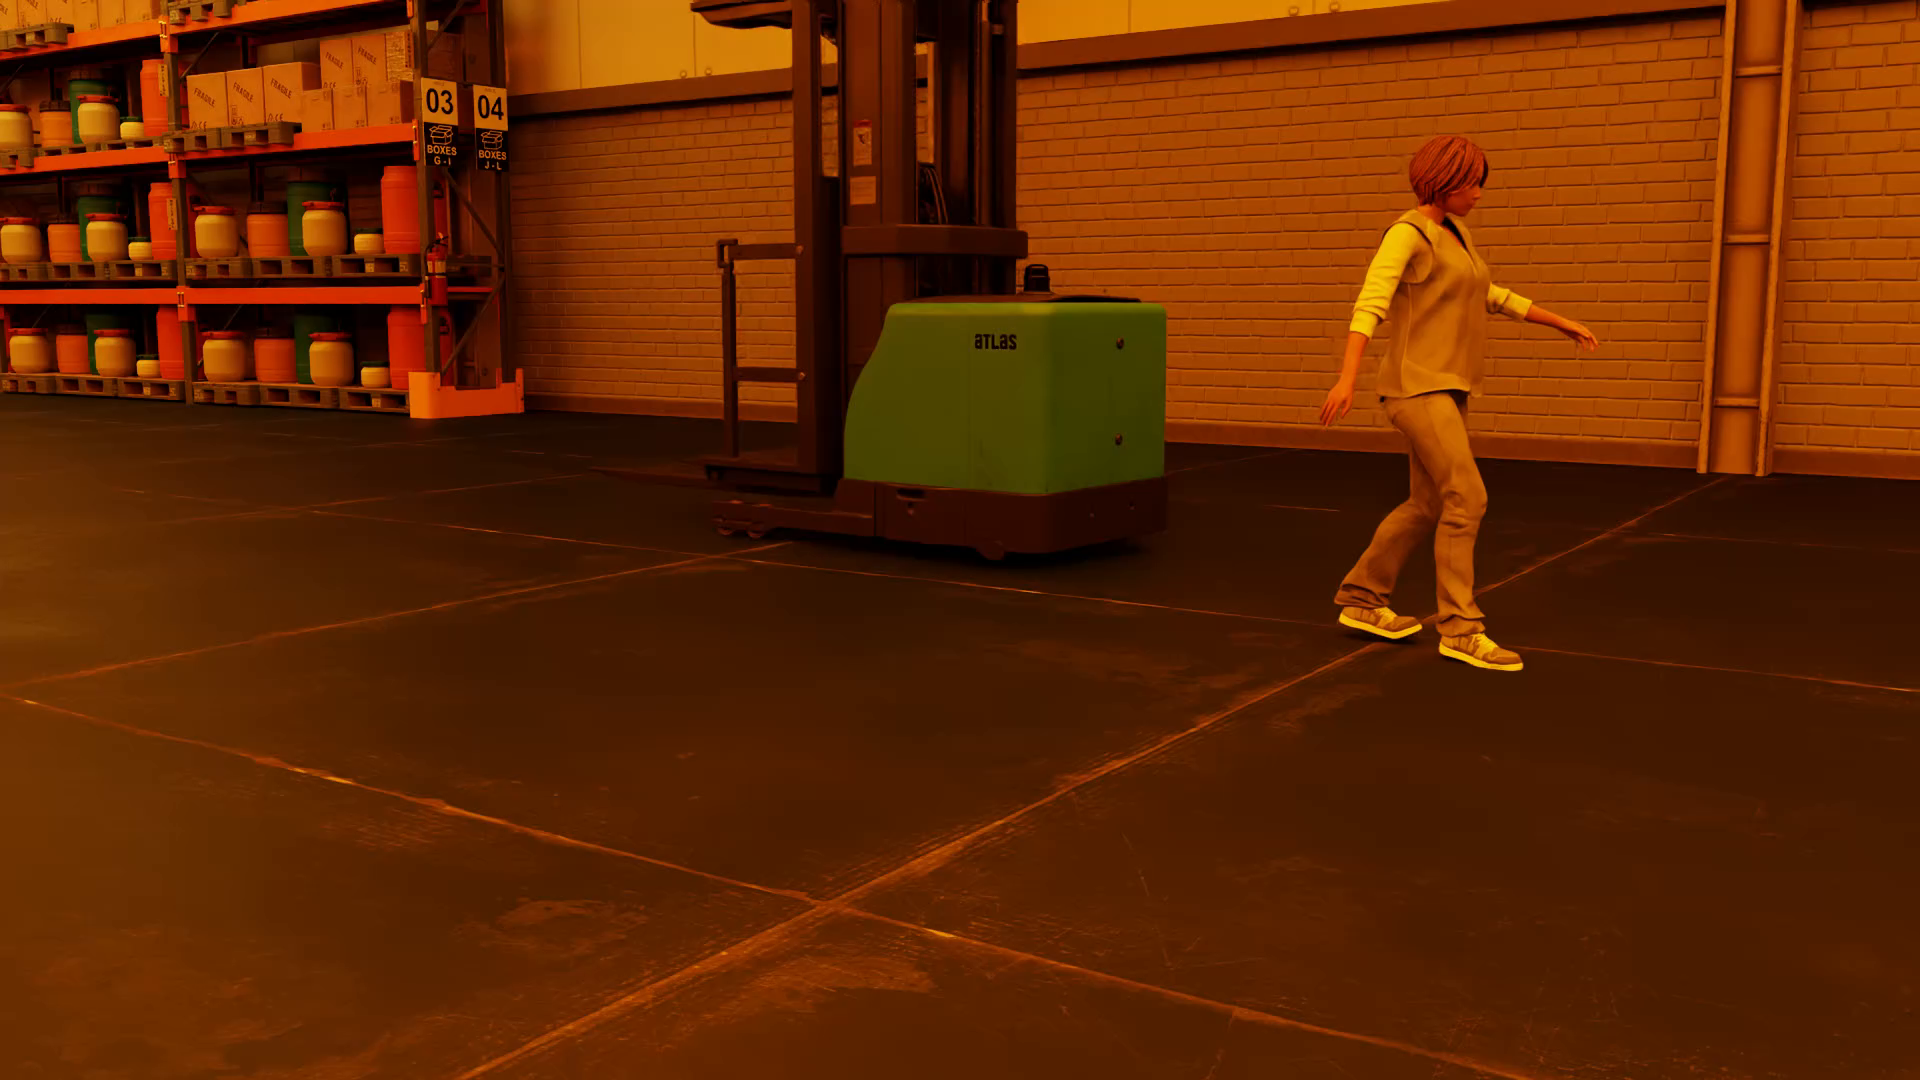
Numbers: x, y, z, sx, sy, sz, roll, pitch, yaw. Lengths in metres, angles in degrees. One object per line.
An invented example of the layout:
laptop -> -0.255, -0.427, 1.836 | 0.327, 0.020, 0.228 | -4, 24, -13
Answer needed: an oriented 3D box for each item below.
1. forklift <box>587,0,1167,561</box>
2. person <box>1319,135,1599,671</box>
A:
forklift -> -0.546, -1.508, 7.795 | 3.031, 2.935, 1.130 | 6, 10, 38
person -> 1.452, -0.421, 5.041 | 0.708, 1.579, 0.822 | 6, 10, 37
